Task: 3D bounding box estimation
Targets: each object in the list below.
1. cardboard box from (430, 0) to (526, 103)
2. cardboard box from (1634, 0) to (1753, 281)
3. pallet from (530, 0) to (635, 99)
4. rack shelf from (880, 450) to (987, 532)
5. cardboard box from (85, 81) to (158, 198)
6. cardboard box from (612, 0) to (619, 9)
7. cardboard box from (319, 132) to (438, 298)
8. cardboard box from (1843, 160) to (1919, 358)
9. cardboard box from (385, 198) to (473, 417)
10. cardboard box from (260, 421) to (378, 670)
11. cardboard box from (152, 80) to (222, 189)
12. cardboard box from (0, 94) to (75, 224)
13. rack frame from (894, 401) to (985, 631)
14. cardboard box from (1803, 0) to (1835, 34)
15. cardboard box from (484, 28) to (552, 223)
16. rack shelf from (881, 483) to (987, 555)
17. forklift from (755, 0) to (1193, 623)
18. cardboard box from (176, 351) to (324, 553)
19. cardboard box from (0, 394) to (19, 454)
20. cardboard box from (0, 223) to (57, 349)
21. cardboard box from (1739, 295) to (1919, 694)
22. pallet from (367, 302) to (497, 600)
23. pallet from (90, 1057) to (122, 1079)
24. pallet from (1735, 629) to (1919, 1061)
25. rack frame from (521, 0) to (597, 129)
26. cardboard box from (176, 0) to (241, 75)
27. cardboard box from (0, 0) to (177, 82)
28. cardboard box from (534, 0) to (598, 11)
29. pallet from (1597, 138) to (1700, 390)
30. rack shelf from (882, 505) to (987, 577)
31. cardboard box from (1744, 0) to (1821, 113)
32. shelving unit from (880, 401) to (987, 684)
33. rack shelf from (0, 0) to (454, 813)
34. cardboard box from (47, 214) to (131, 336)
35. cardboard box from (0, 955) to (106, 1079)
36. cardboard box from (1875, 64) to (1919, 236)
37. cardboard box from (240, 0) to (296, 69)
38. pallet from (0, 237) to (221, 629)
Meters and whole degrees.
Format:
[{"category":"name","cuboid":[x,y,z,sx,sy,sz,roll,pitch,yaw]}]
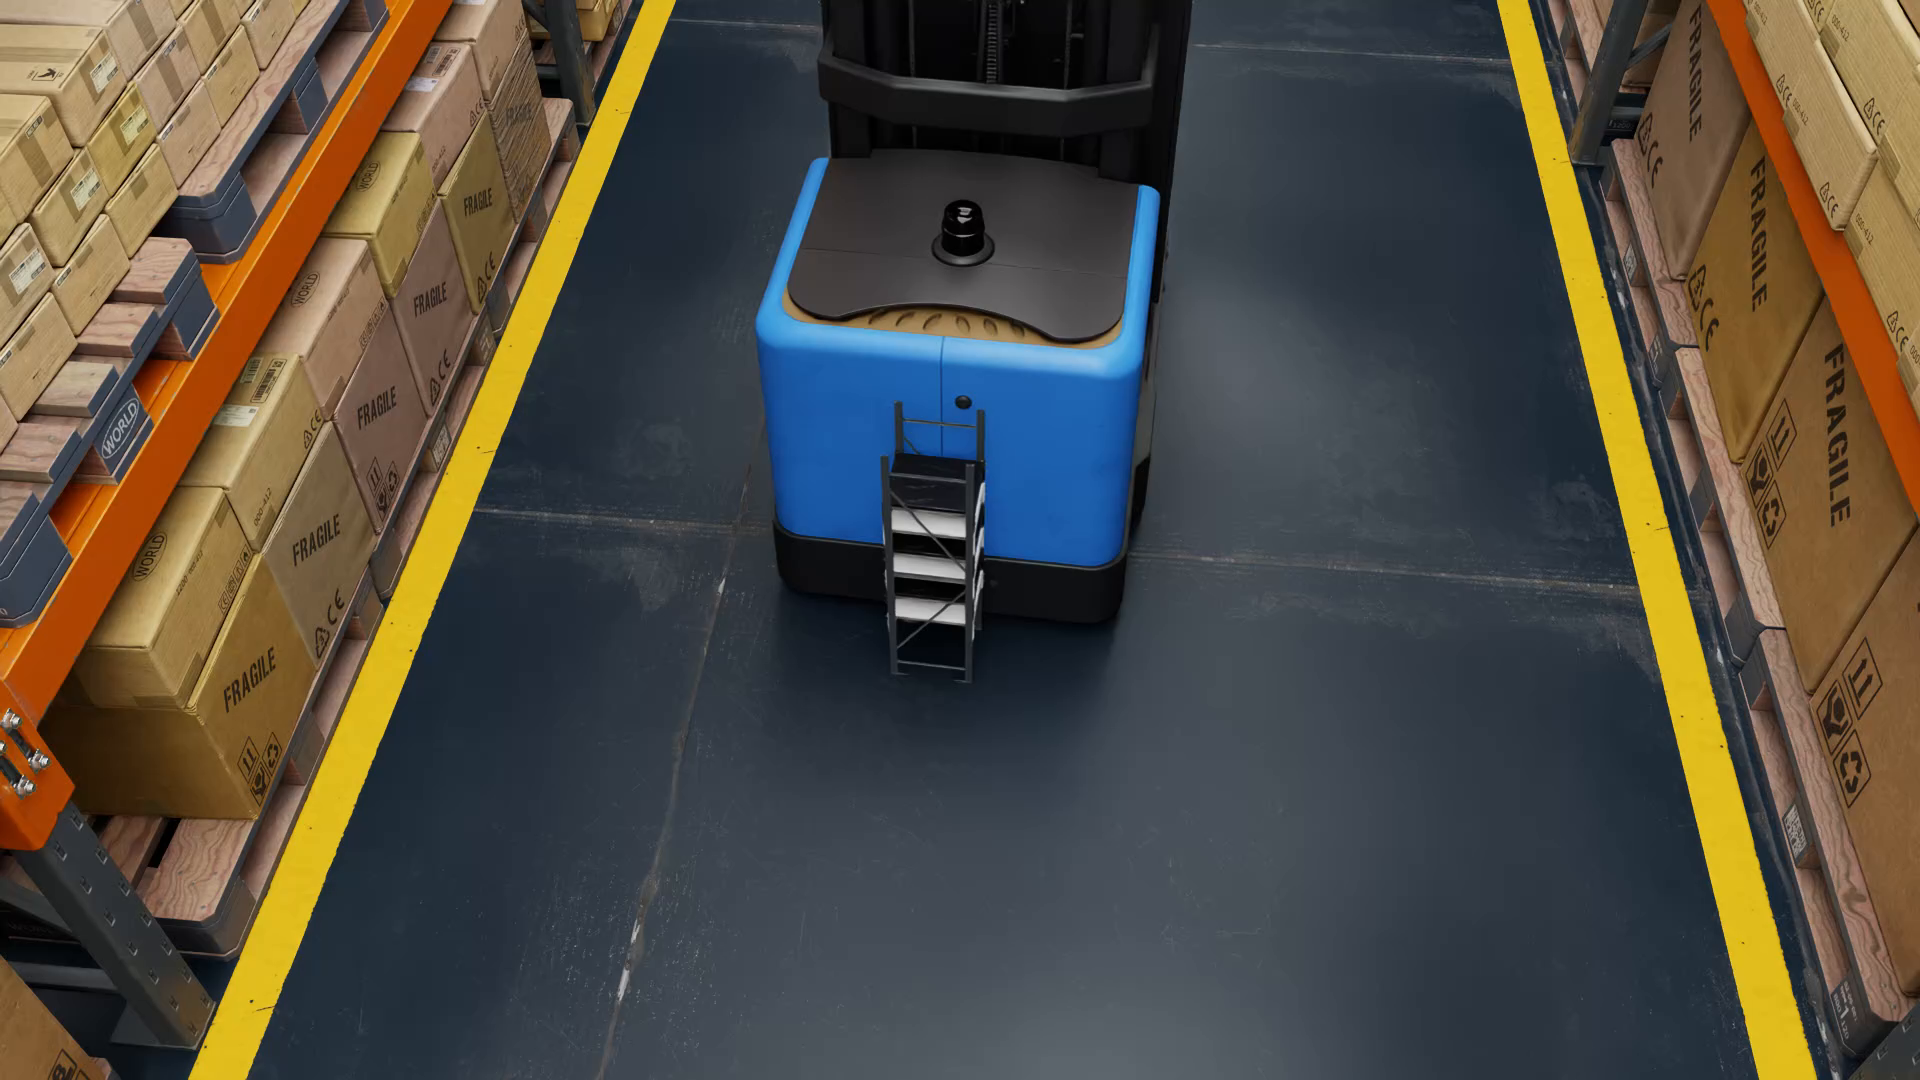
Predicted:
[{"category":"cardboard box","cuboid":[-1.821,-1.757,5.725,0.500,0.250,0.500,3,48,2]},{"category":"cardboard box","cuboid":[2.957,-1.475,5.722,0.875,0.875,0.875,5,48,5]},{"category":"pallet","cuboid":[-1.979,-2.325,7.233,1.003,0.211,1.213,4,48,4]},{"category":"rack shelf","cuboid":[-0.069,-0.132,4.440,0.258,0.077,0.200,6,48,6]},{"category":"cardboard box","cuboid":[-2.059,-0.911,3.735,0.380,0.149,0.250,4,48,4]},{"category":"cardboard box","cuboid":[-1.627,-2.391,7.052,0.380,0.149,0.250,5,48,5]},{"category":"cardboard box","cuboid":[-1.915,-0.991,5.025,0.500,0.250,0.500,2,48,2]},{"category":"cardboard box","cuboid":[2.450,-0.656,3.919,0.500,0.250,0.500,3,48,3]},{"category":"cardboard box","cuboid":[-1.919,-0.754,5.316,0.500,0.500,0.500,3,48,3]},{"category":"cardboard box","cuboid":[-2.008,-0.001,4.628,0.500,0.500,0.500,4,48,4]},{"category":"cardboard box","cuboid":[-2.034,-0.993,4.011,0.380,0.149,0.250,5,48,5]},{"category":"cardboard box","cuboid":[-2.085,-0.793,3.425,0.380,0.149,0.250,4,48,3]},{"category":"rack frame","cuboid":[-0.054,-0.046,4.682,0.240,0.900,0.006,6,48,6]},{"category":"cardboard box","cuboid":[2.521,-1.571,4.417,0.500,0.250,0.500,4,48,4]},{"category":"cardboard box","cuboid":[-1.821,-1.507,6.005,0.500,0.500,0.500,3,48,3]},{"category":"rack shelf","cuboid":[-0.069,-0.071,4.506,0.258,0.077,0.200,6,48,6]},{"category":"forklift","cuboid":[0.170,-1.844,4.950,1.130,2.935,3.031,6,48,6]},{"category":"cardboard box","cuboid":[-2.019,-0.245,4.343,0.500,0.250,0.500,3,48,3]},{"category":"cardboard box","cuboid":[-2.127,-0.203,3.289,0.380,0.149,0.250,3,48,3]},{"category":"cardboard box","cuboid":[-2.102,-0.529,3.385,0.380,0.149,0.250,6,48,5]},{"category":"cardboard box","cuboid":[2.801,-0.154,4.513,0.875,0.875,0.875,4,48,4]},{"category":"pallet","cuboid":[-2.183,-0.358,5.434,1.003,0.211,1.213,4,48,4]},{"category":"pallet","cuboid":[-2.516,1.685,3.566,1.003,0.211,1.213,4,48,4]},{"category":"pallet","cuboid":[2.716,0.795,4.380,1.003,0.211,1.213,4,48,4]},{"category":"rack frame","cuboid":[-2.005,-2.770,5.751,1.000,3.000,0.127,4,48,4]},{"category":"cardboard box","cuboid":[-2.009,-1.276,4.069,0.380,0.149,0.250,3,48,3]},{"category":"cardboard box","cuboid":[-2.038,-1.186,3.785,0.380,0.149,0.250,6,48,5]},{"category":"cardboard box","cuboid":[-1.653,-2.295,6.762,0.380,0.149,0.250,6,48,5]},{"category":"pallet","cuboid":[2.939,-0.998,6.020,1.003,0.211,1.213,4,48,4]},{"category":"rack shelf","cuboid":[-0.069,-0.010,4.573,0.258,0.077,0.200,6,48,6]},{"category":"cardboard box","cuboid":[2.523,-1.399,4.599,0.500,0.250,0.500,4,48,3]},{"category":"shelving unit","cuboid":[-0.069,0.028,4.614,0.258,0.900,0.210,6,48,6]},{"category":"rack shelf","cuboid":[-2.187,-1.058,4.672,1.077,0.370,4.000,4,48,4]},{"category":"cardboard box","cuboid":[-2.079,-0.598,3.650,0.380,0.149,0.250,6,48,5]},{"category":"cardboard box","cuboid":[-2.514,1.228,3.334,1.050,0.750,0.750,3,48,3]},{"category":"cardboard box","cuboid":[2.430,-0.818,3.728,0.500,0.250,0.500,3,48,3]},{"category":"cardboard box","cuboid":[-1.983,-1.369,4.355,0.380,0.149,0.250,2,48,2]},{"category":"pallet","cuboid":[-2.410,-0.297,3.619,1.213,0.211,1.003,4,48,4]}]
